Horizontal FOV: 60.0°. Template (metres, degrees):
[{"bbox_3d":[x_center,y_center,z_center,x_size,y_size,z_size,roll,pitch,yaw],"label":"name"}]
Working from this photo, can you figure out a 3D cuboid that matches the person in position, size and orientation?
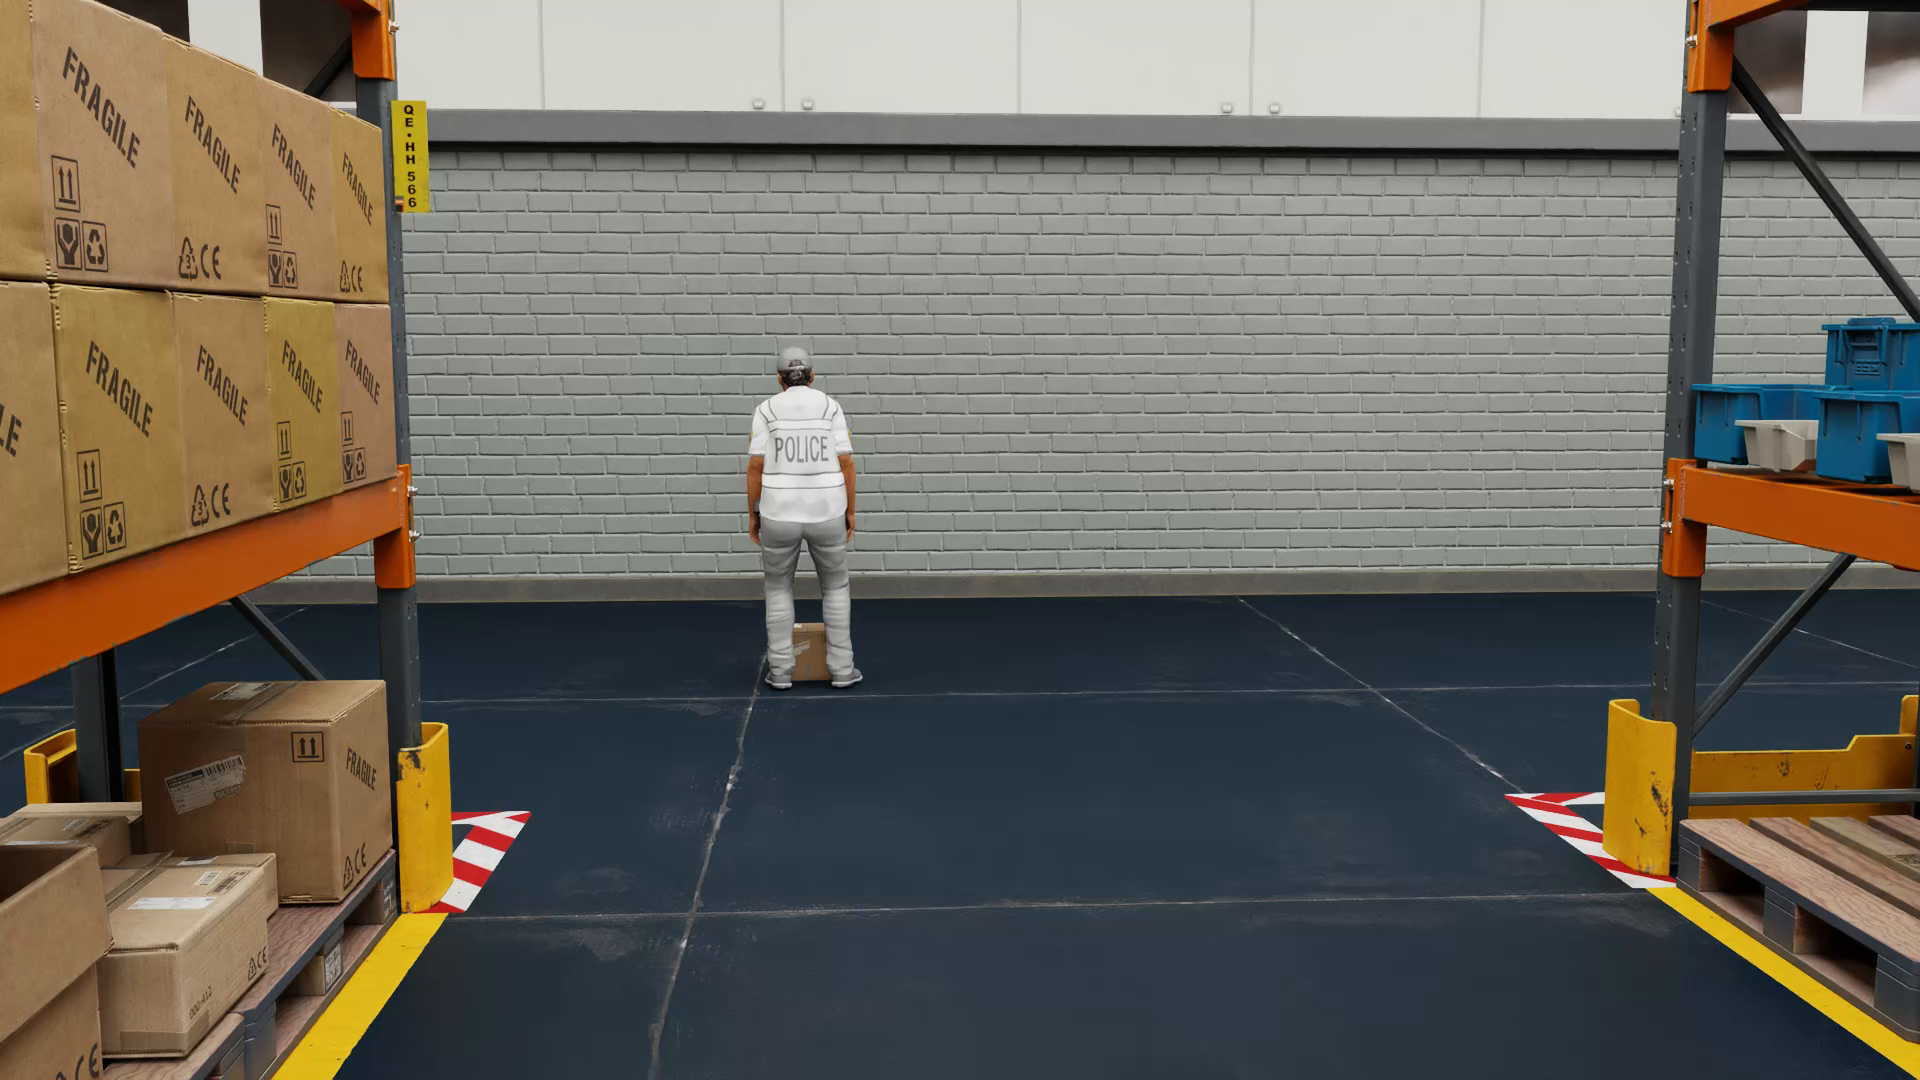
[{"bbox_3d":[-0.758,-0.110,8.124,0.560,1.665,0.470,-1,7,-7],"label":"person"}]
